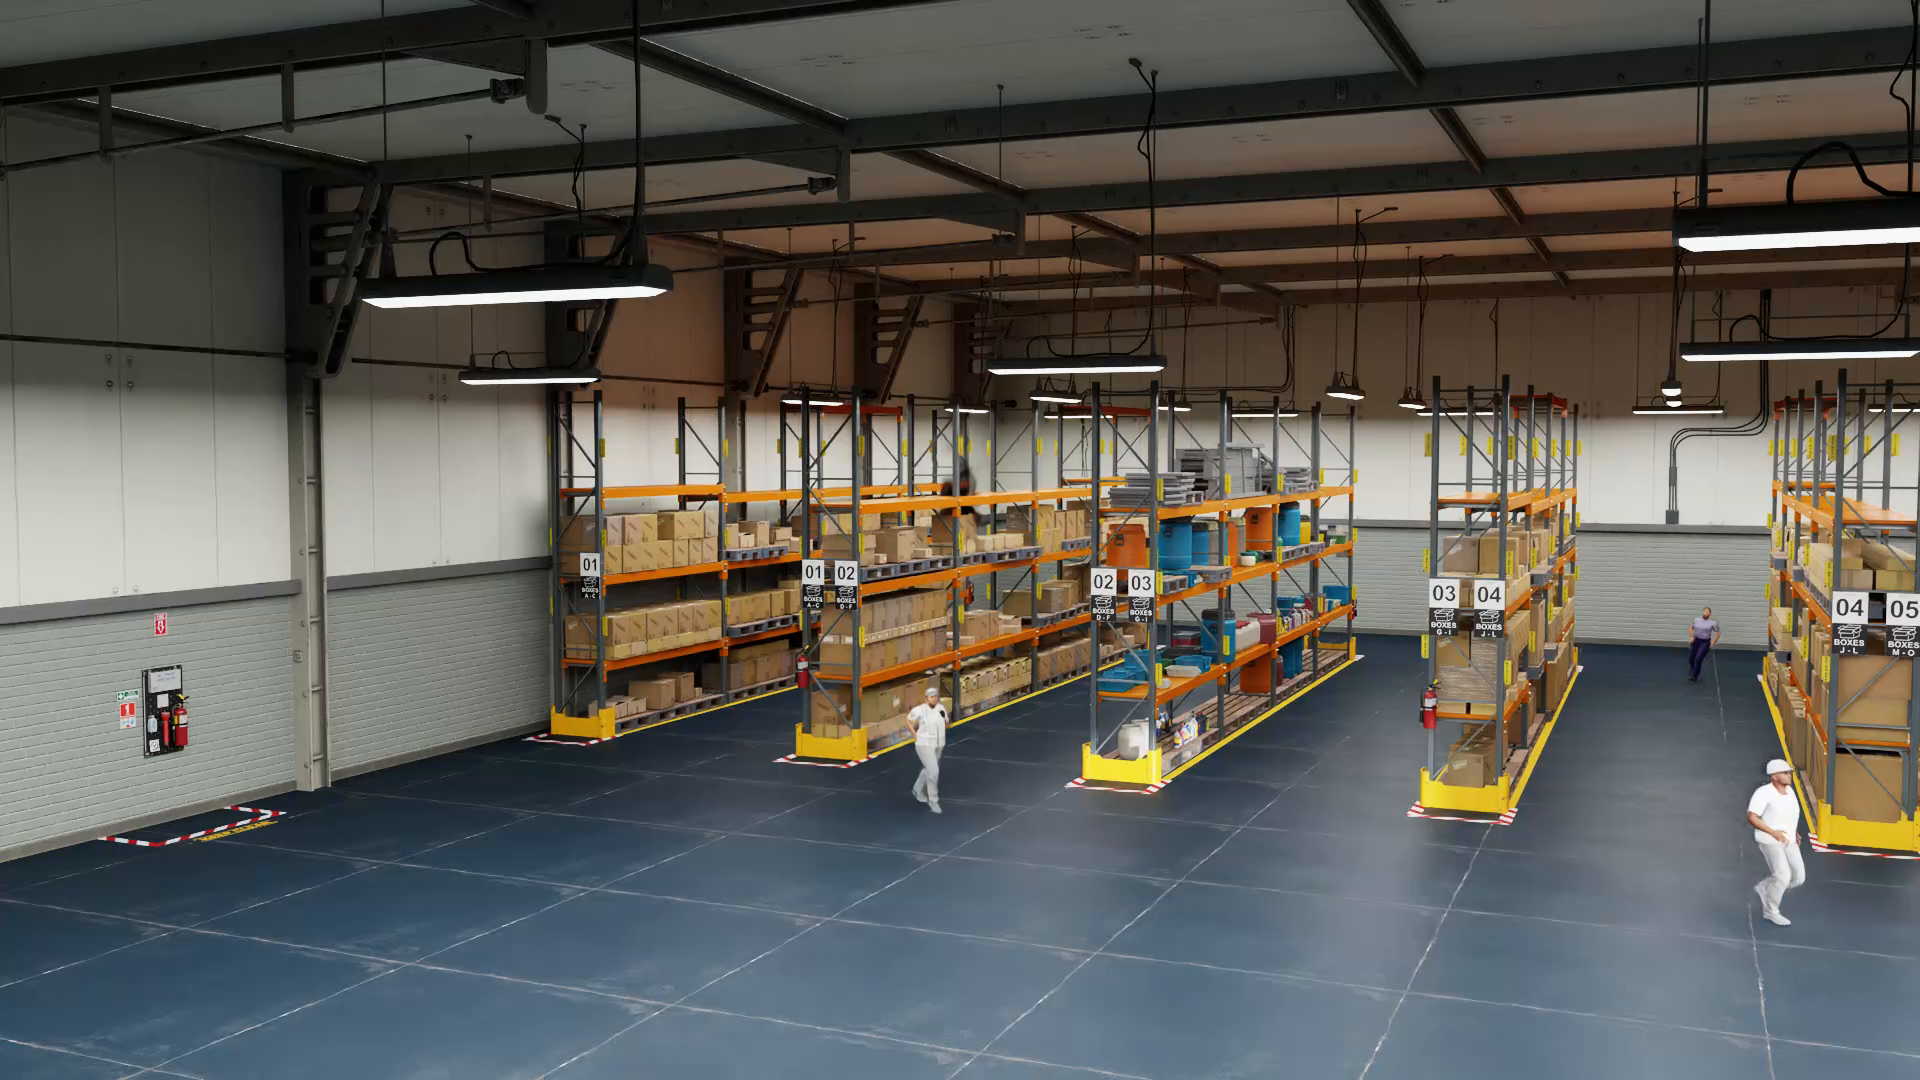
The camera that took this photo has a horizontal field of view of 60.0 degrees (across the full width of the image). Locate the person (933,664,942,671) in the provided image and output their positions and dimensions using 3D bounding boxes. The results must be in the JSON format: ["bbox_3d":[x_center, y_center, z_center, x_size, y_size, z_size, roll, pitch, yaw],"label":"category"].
[{"bbox_3d":[-0.471,2.236,35.452,0.580,1.621,0.558,1,3,14],"label":"person"}]

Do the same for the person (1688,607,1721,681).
[{"bbox_3d":[15.986,2.230,35.768,0.687,1.592,0.680,2,4,38],"label":"person"}]

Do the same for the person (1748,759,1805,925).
[{"bbox_3d":[8.590,3.167,17.524,0.706,1.728,0.575,-2,4,-28],"label":"person"}]

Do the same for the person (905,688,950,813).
[{"bbox_3d":[-0.415,2.910,23.169,0.577,1.721,0.775,-3,4,-38],"label":"person"}]
